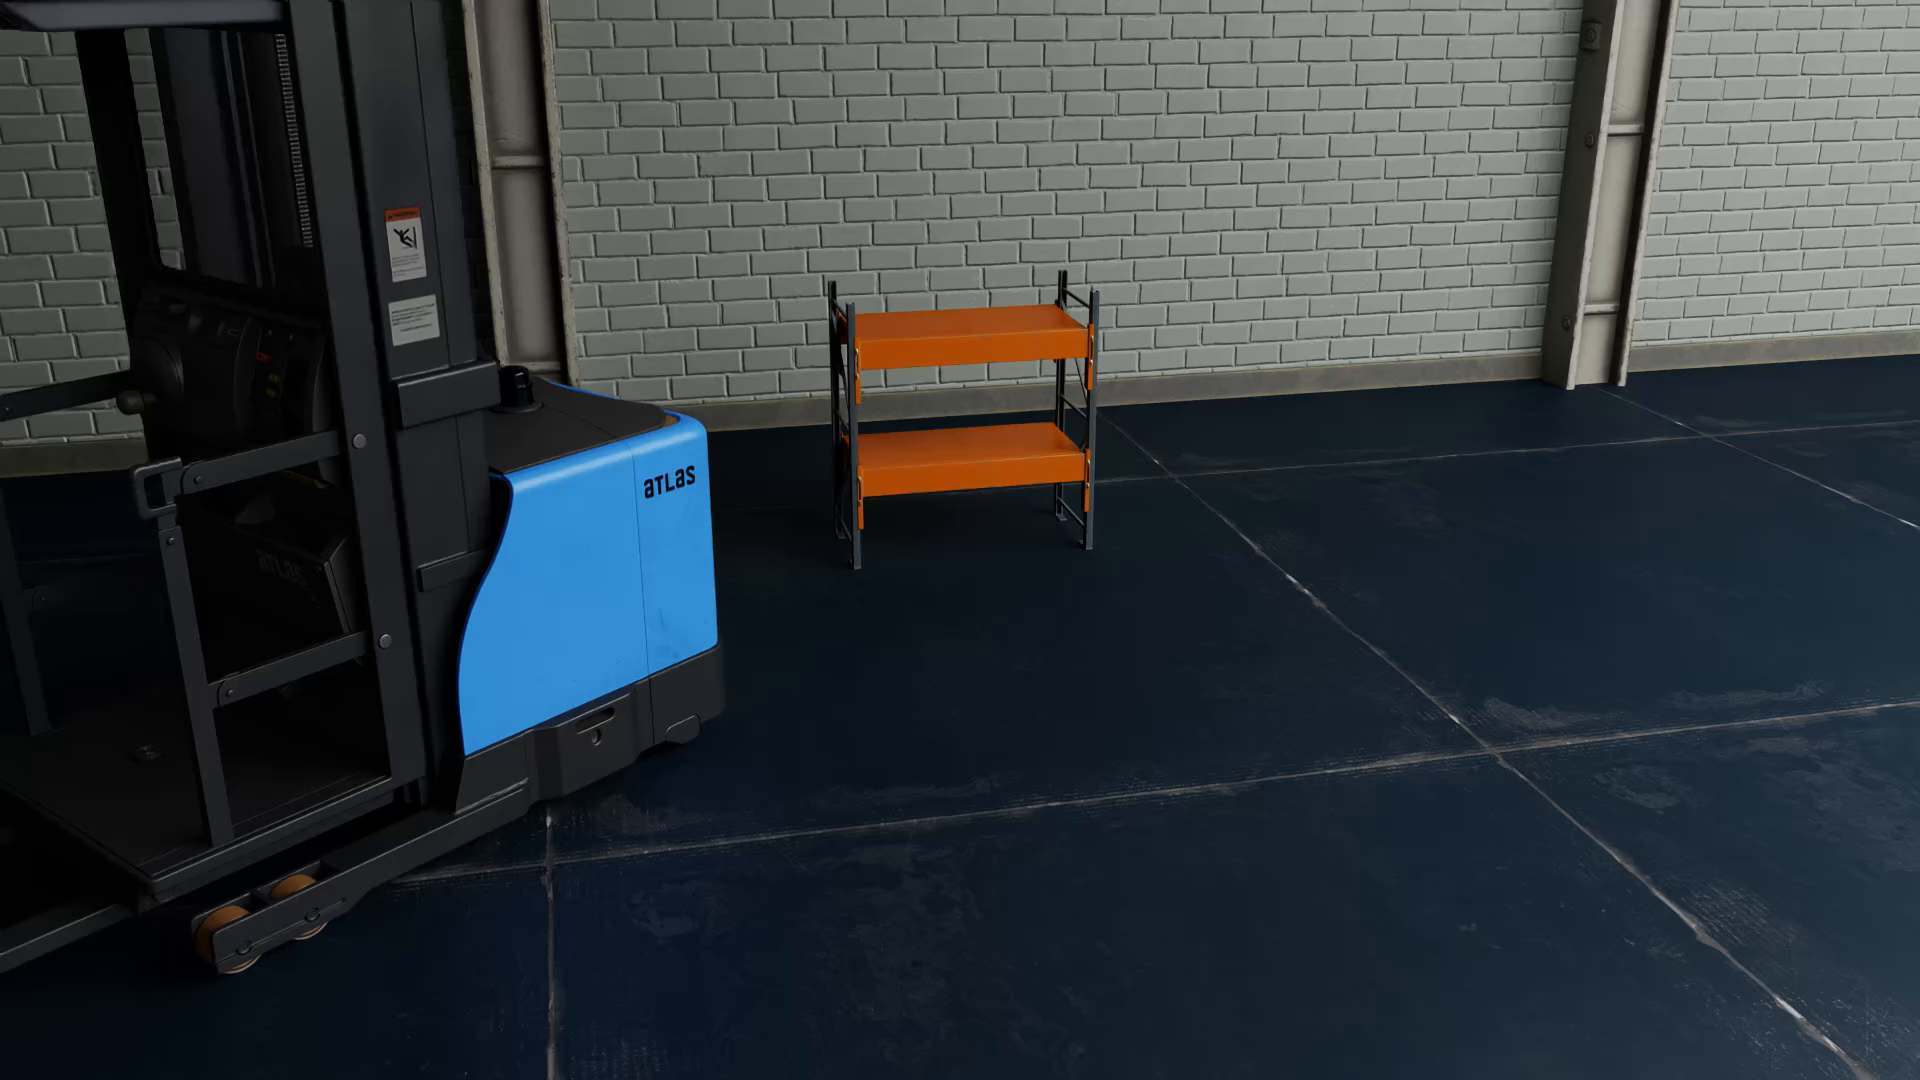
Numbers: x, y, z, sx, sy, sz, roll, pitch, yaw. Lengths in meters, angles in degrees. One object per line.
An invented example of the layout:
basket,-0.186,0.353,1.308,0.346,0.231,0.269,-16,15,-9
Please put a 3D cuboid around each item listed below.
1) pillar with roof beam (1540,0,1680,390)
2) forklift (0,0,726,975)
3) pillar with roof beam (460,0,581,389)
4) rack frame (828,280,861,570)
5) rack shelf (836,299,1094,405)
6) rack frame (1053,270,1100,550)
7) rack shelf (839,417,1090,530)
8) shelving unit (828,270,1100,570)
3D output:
pillar with roof beam,4.688,-3.730,4.415,0.400,9.000,9.100,-5,21,-12
forklift,-2.091,-0.455,4.296,1.130,2.935,3.031,15,25,36
pillar with roof beam,-1.151,-3.255,3.118,0.400,9.000,9.100,-5,21,-12
rack frame,-0.488,-0.488,7.013,0.032,1.125,0.500,-5,21,-12
rack shelf,0.007,-0.804,7.022,1.000,0.278,0.538,-5,21,-12
rack frame,0.501,-0.569,7.232,0.032,1.125,0.500,-5,21,-12
rack shelf,0.007,-0.299,7.207,1.000,0.278,0.538,-5,21,-12
shelving unit,0.007,-0.529,7.123,1.048,1.125,0.538,-5,21,-12
